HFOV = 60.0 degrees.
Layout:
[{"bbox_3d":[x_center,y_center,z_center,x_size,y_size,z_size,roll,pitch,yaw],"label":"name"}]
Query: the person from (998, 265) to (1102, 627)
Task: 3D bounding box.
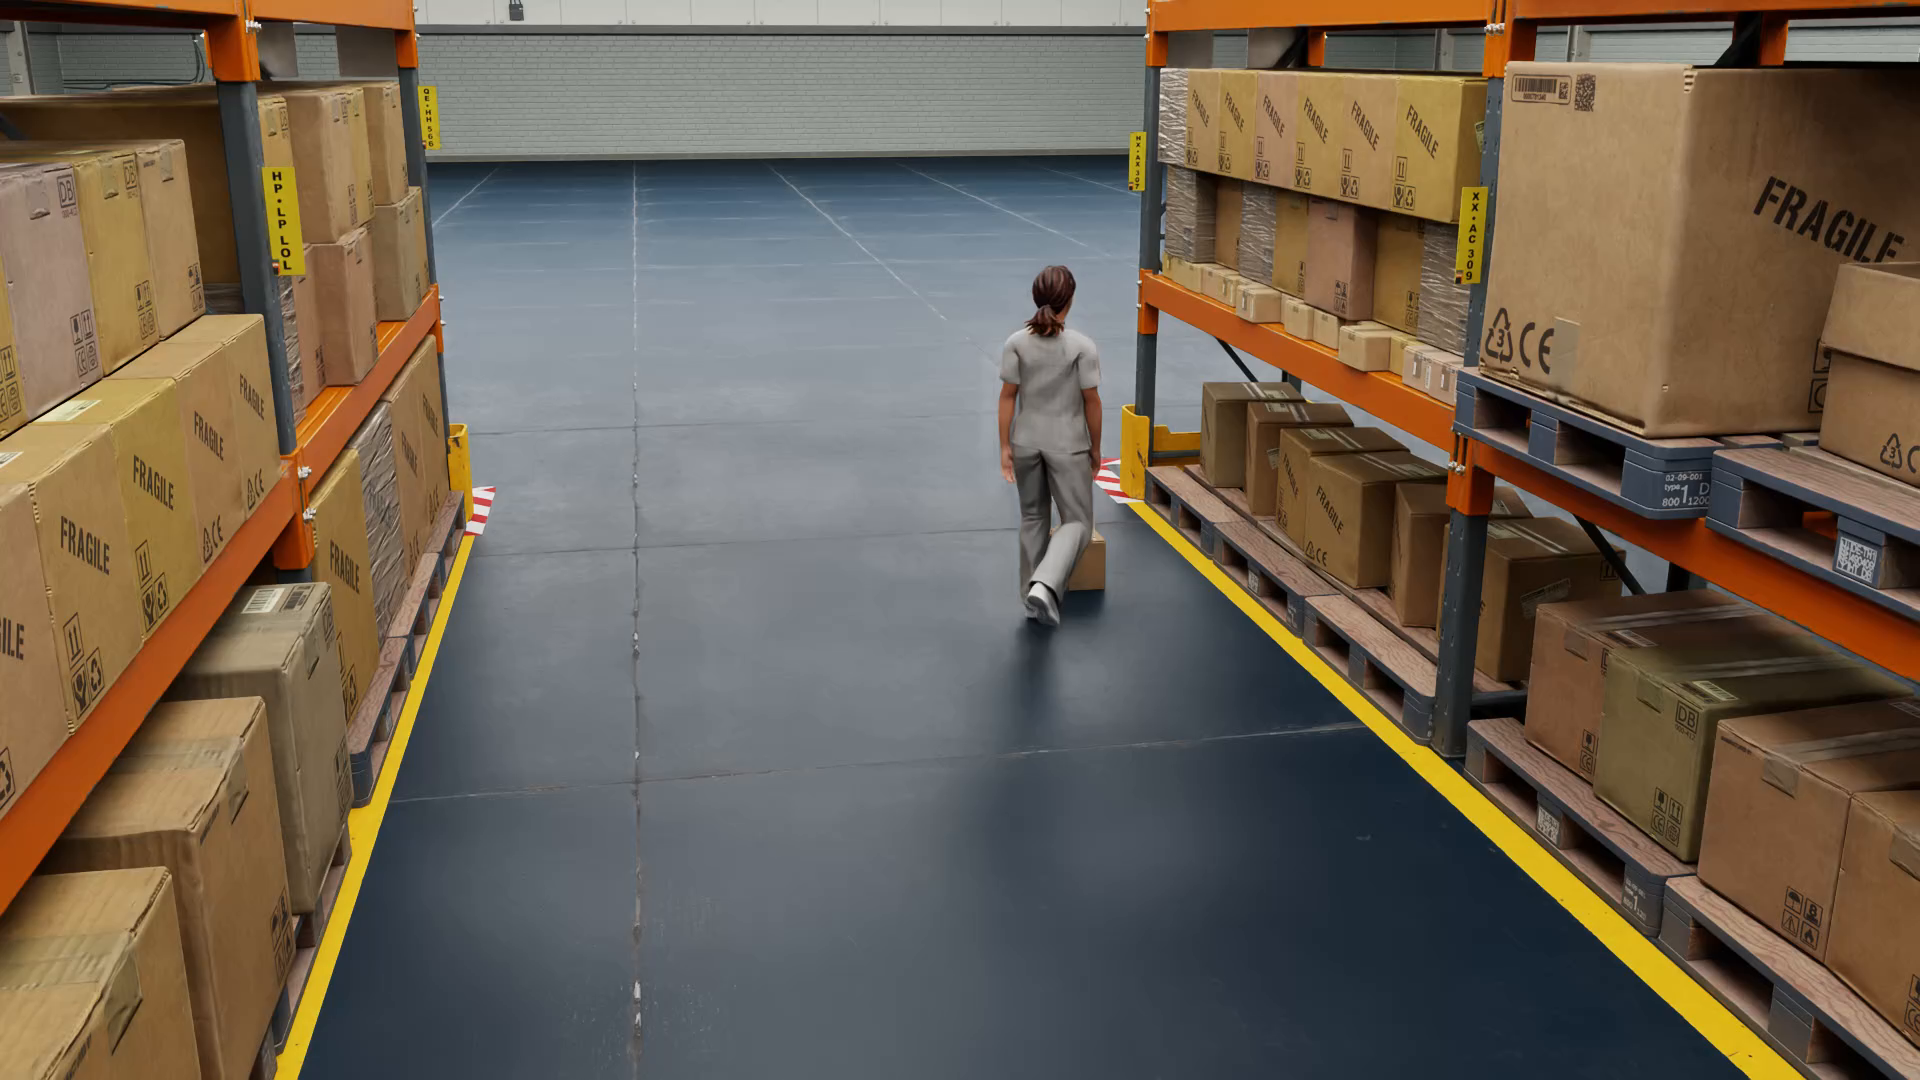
[{"bbox_3d":[0.399,-0.390,7.359,0.457,1.646,0.769,6,18,21],"label":"person"}]
